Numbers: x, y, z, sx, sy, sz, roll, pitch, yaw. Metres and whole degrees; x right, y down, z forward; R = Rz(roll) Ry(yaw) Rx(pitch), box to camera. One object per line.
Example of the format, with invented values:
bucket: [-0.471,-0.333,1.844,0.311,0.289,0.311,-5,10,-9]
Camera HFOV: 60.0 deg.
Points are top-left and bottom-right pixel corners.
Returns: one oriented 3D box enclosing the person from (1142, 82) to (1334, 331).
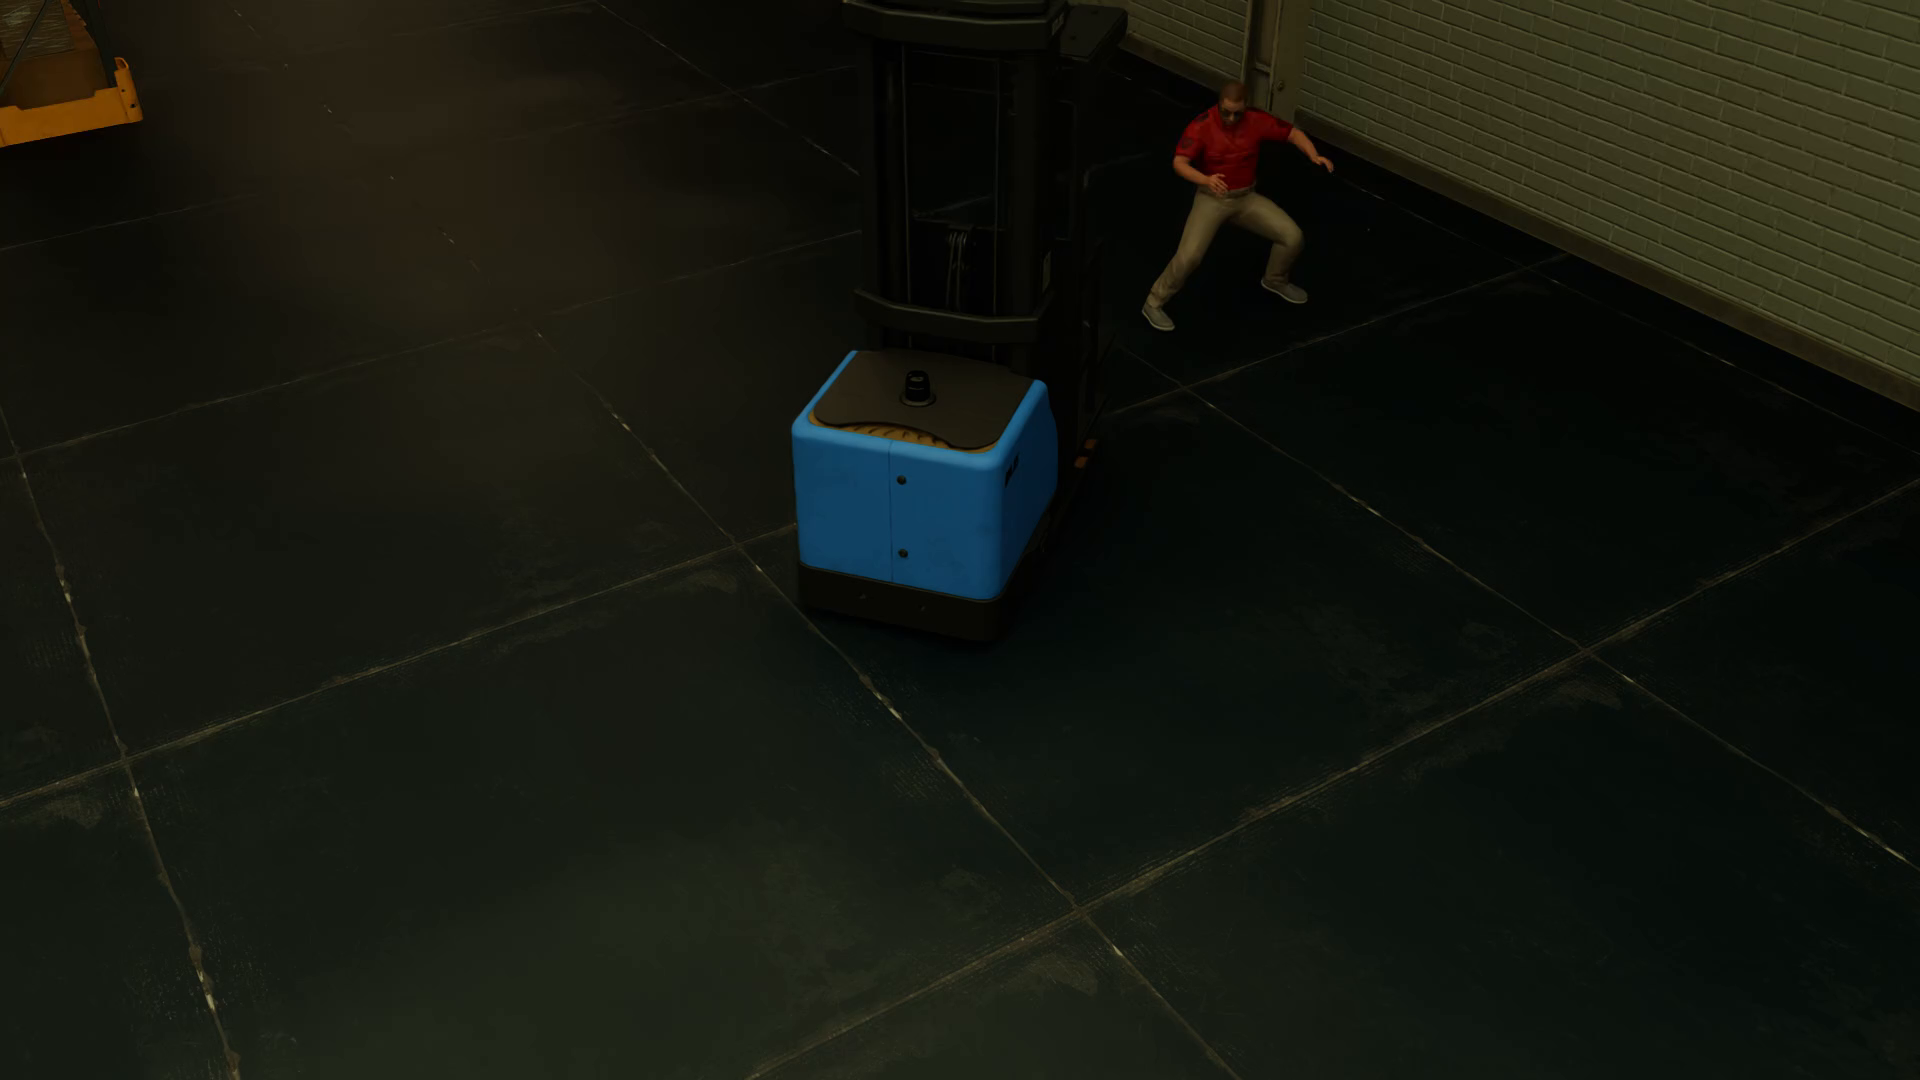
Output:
person: [1.728,-2.093,10.368,1.108,1.493,0.710,-3,35,-4]

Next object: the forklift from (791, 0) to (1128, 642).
forklift: [0.156,-1.561,8.369,1.130,2.935,3.031,11,37,15]
